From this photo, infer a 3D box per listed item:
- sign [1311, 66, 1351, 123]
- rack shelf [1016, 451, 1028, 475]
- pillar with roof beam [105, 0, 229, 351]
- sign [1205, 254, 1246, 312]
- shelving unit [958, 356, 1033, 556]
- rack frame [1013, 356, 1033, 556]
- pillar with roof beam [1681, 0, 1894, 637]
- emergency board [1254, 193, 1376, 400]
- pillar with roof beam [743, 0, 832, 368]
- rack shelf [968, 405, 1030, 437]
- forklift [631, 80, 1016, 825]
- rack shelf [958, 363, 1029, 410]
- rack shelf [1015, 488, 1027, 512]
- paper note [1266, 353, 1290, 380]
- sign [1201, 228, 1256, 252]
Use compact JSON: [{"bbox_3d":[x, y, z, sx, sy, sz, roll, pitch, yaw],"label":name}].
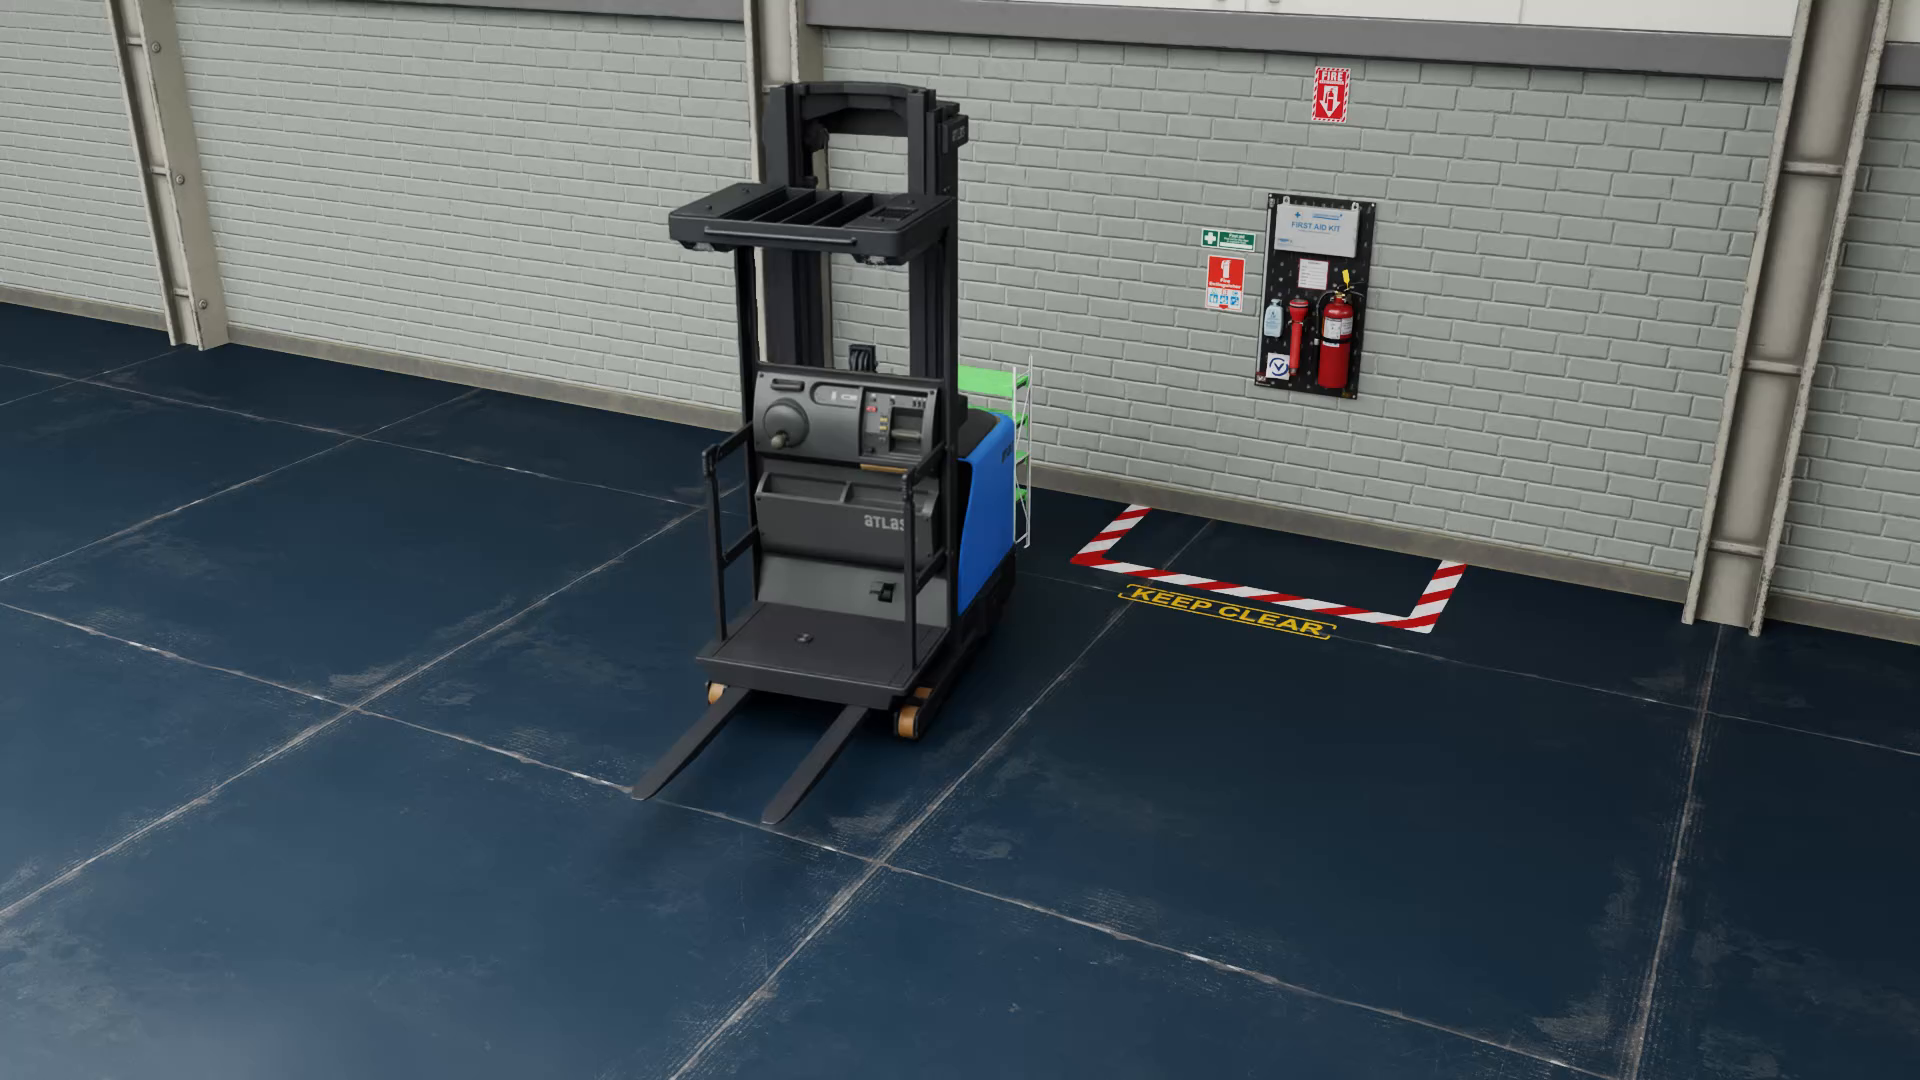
[{"bbox_3d":[2.079,-2.497,9.326,0.199,0.298,0.001,11,25,25],"label":"sign"},{"bbox_3d":[0.148,-0.464,9.971,0.480,0.148,0.258,11,25,25],"label":"rack shelf"},{"bbox_3d":[-8.422,-4.320,8.910,0.400,9.000,9.100,11,25,25],"label":"pillar with roof beam"},{"bbox_3d":[1.594,-1.544,10.002,0.234,0.329,0.001,11,25,25],"label":"sign"},{"bbox_3d":[0.148,-0.523,9.946,0.503,1.200,0.258,11,25,25],"label":"shelving unit"},{"bbox_3d":[0.365,-0.480,9.845,0.015,1.200,0.240,11,25,25],"label":"rack frame"},{"bbox_3d":[2.287,-2.201,3.927,0.400,9.000,9.100,11,25,25],"label":"pillar with roof beam"},{"bbox_3d":[2.041,-1.394,9.694,0.643,1.169,0.194,11,25,25],"label":"emergency board"},{"bbox_3d":[-3.068,-3.261,6.419,0.400,9.000,9.100,11,25,25],"label":"pillar with roof beam"},{"bbox_3d":[0.148,-0.685,9.878,0.480,0.148,0.258,11,25,25],"label":"rack shelf"},{"bbox_3d":[-0.622,-0.566,7.836,1.130,2.935,3.031,7,24,16],"label":"forklift"},{"bbox_3d":[0.148,-0.906,9.784,0.480,0.148,0.258,11,25,25],"label":"rack shelf"},{"bbox_3d":[0.148,-0.243,10.065,0.480,0.148,0.258,11,25,25],"label":"rack shelf"},{"bbox_3d":[1.914,-1.044,9.997,0.142,0.148,0.016,11,25,25],"label":"paper note"},{"bbox_3d":[1.594,-1.784,9.889,0.331,0.109,0.001,11,25,25],"label":"sign"}]
